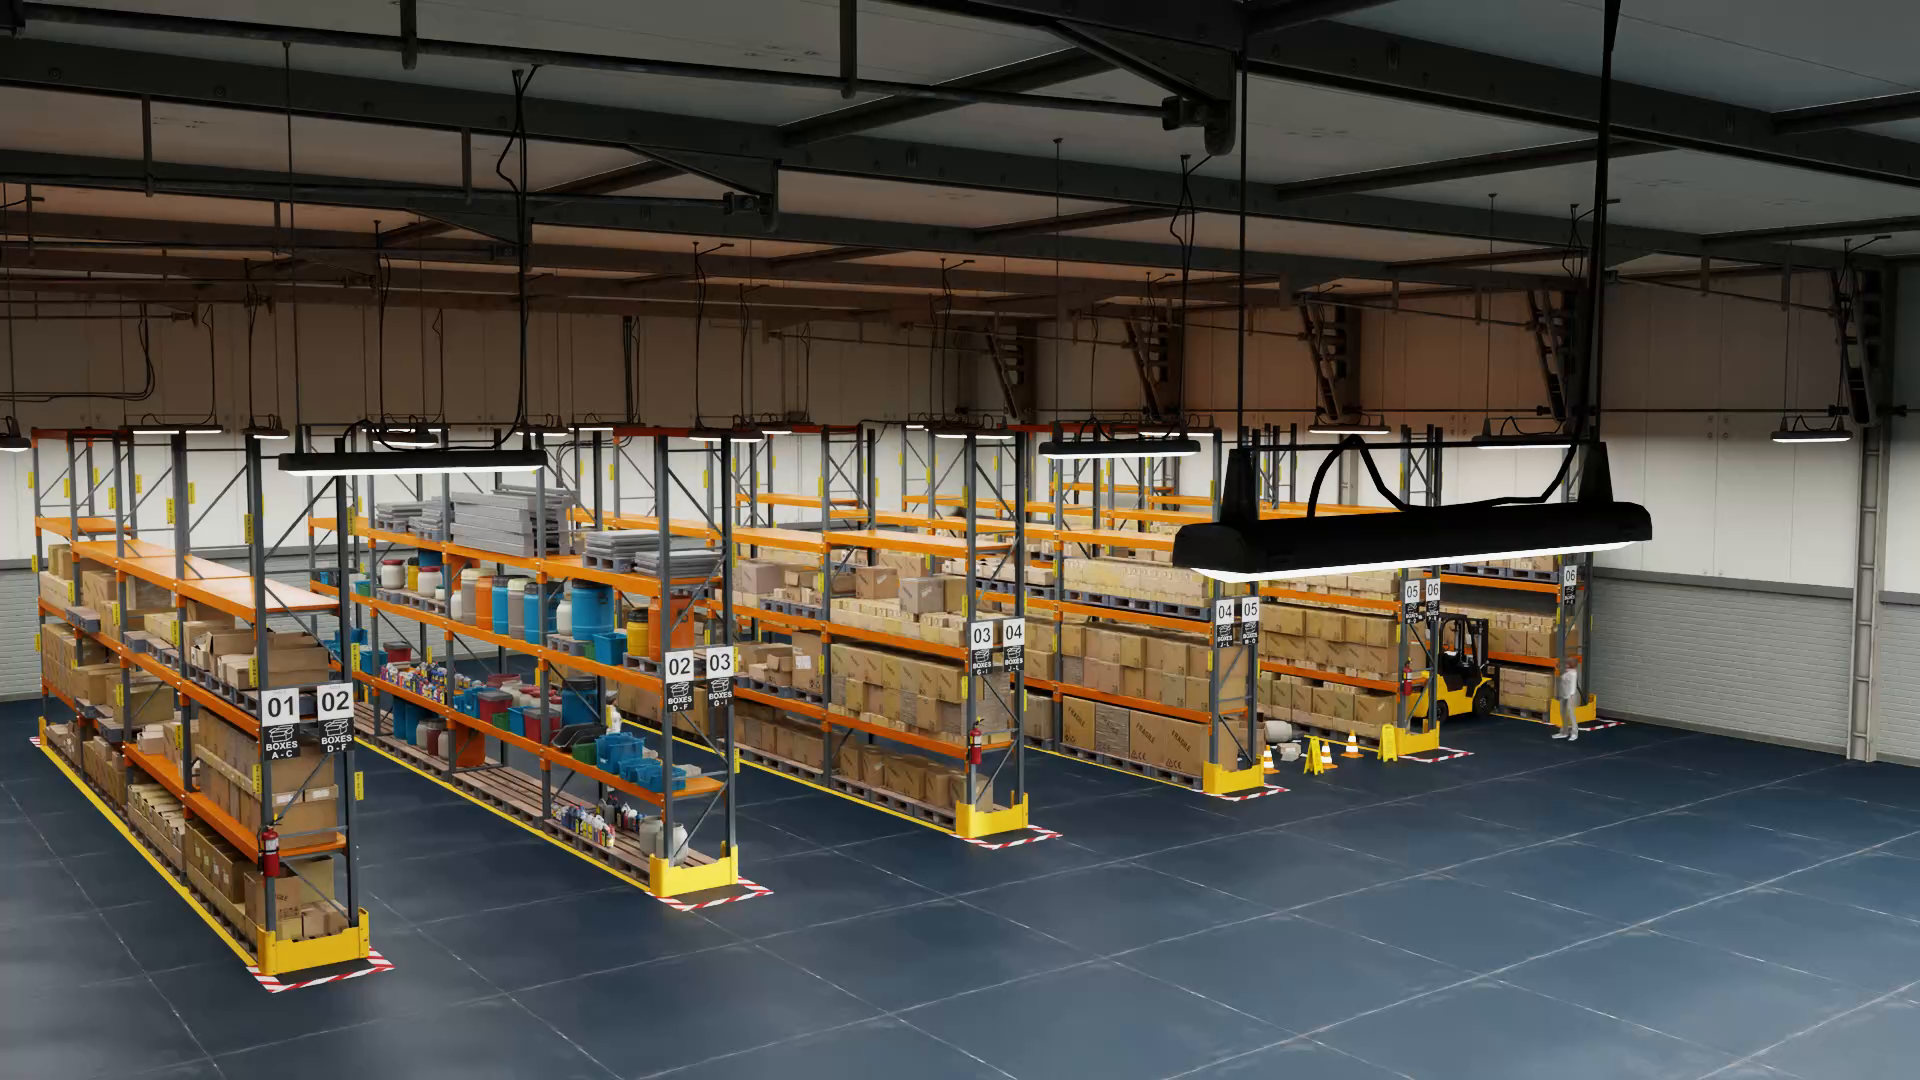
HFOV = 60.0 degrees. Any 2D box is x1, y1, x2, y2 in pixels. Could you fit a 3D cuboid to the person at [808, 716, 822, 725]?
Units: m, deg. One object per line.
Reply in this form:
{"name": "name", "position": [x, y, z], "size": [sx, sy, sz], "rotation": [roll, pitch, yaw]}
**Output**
{"name": "person", "position": [-2.740, 2.995, 32.055], "size": [0.478, 1.689, 0.462], "rotation": [0, 4, -1]}

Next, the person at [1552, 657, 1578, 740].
{"name": "person", "position": [11.648, 3.029, 31.867], "size": [0.377, 1.608, 0.488], "rotation": [-2, 5, -19]}

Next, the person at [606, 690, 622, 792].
{"name": "person", "position": [-5.747, 3.335, 27.636], "size": [0.536, 1.682, 0.549], "rotation": [-1, 5, -18]}
